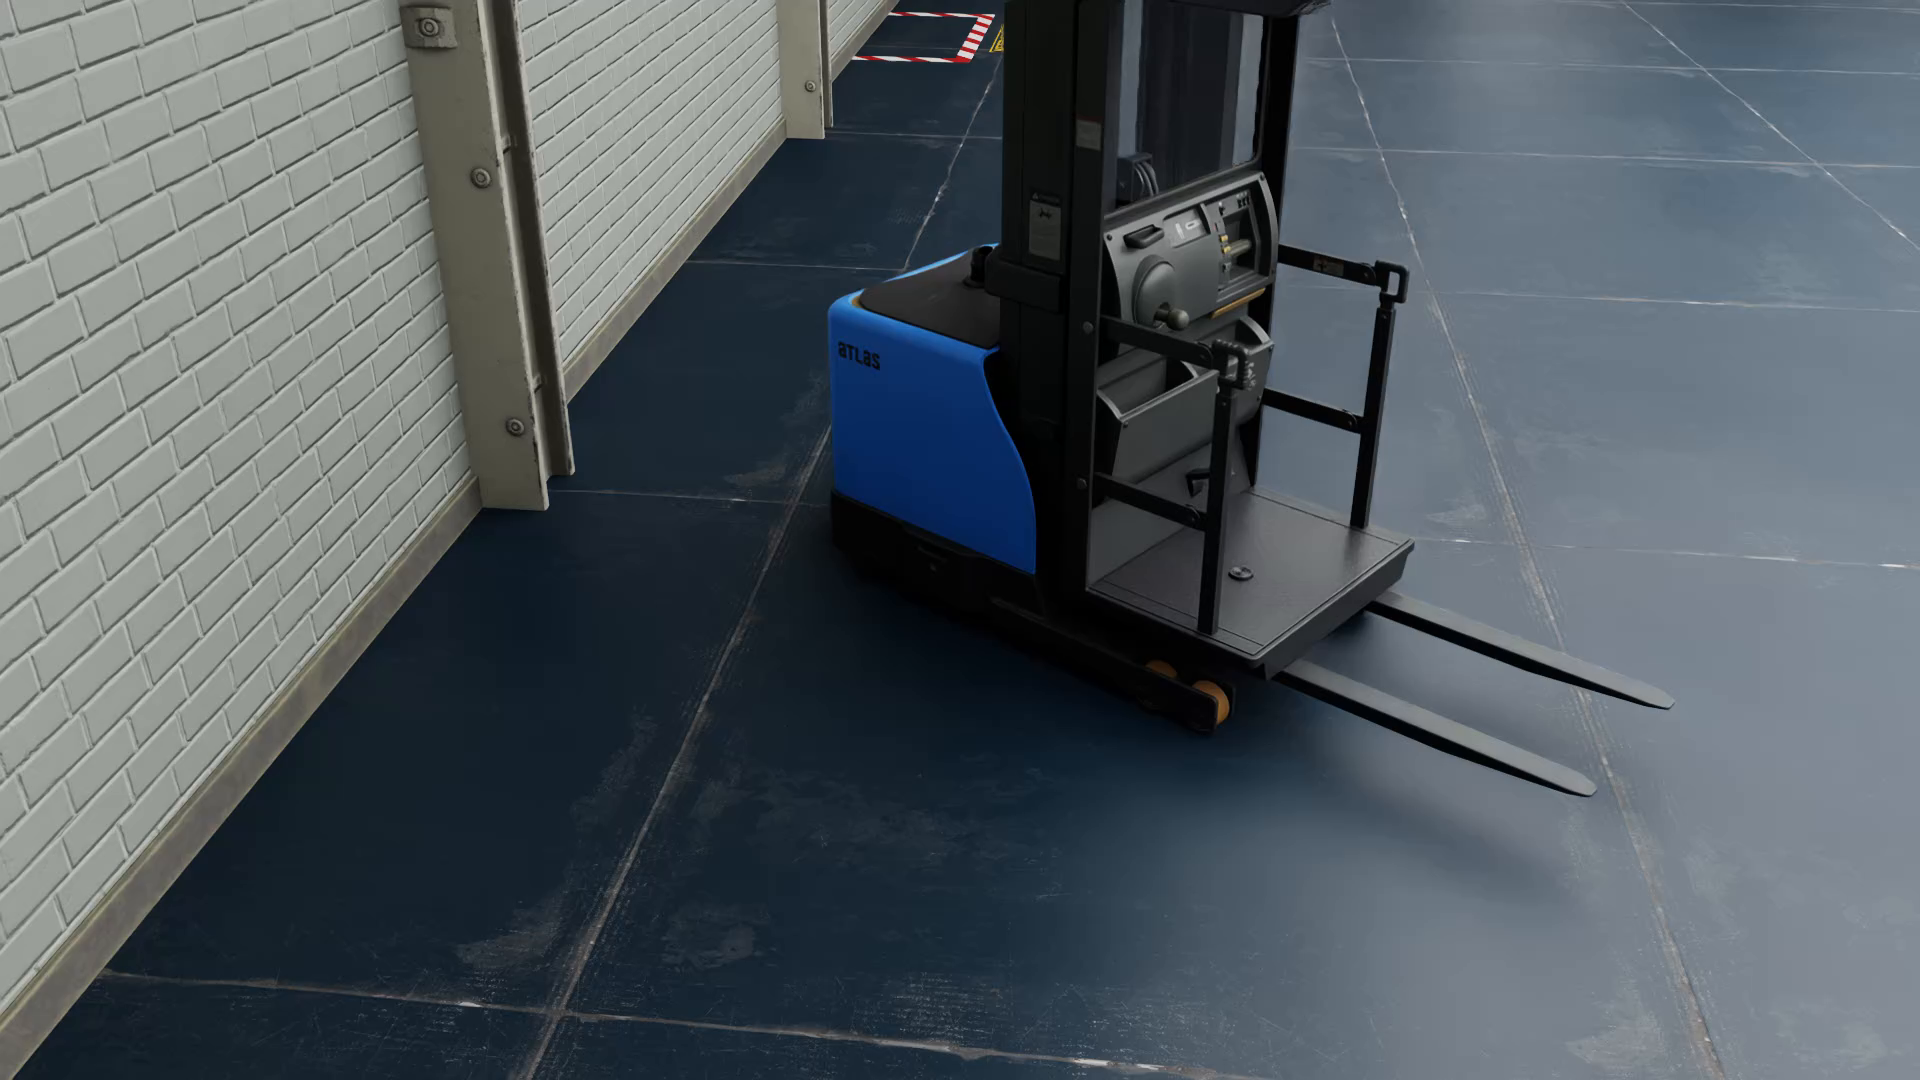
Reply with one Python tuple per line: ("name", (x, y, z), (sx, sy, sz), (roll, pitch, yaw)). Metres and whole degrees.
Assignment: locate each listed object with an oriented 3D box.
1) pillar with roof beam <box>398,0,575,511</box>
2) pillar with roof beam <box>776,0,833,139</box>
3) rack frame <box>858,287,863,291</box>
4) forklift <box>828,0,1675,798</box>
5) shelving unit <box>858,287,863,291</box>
("pillar with roof beam", (2.402, -3.936, 4.569), (9.100, 9.000, 0.400), (3, 28, 6))
("pillar with roof beam", (3.137, -6.761, 9.811), (9.100, 9.000, 0.400), (3, 28, 6))
("rack frame", (-0.300, -0.612, 6.938), (0.240, 0.900, 0.006), (10, 30, 18))
("forklift", (0.935, -0.934, 5.393), (3.031, 2.935, 1.130), (23, 36, 36))
("shelving unit", (-0.336, -0.567, 6.854), (0.258, 0.900, 0.210), (10, 30, 18))
